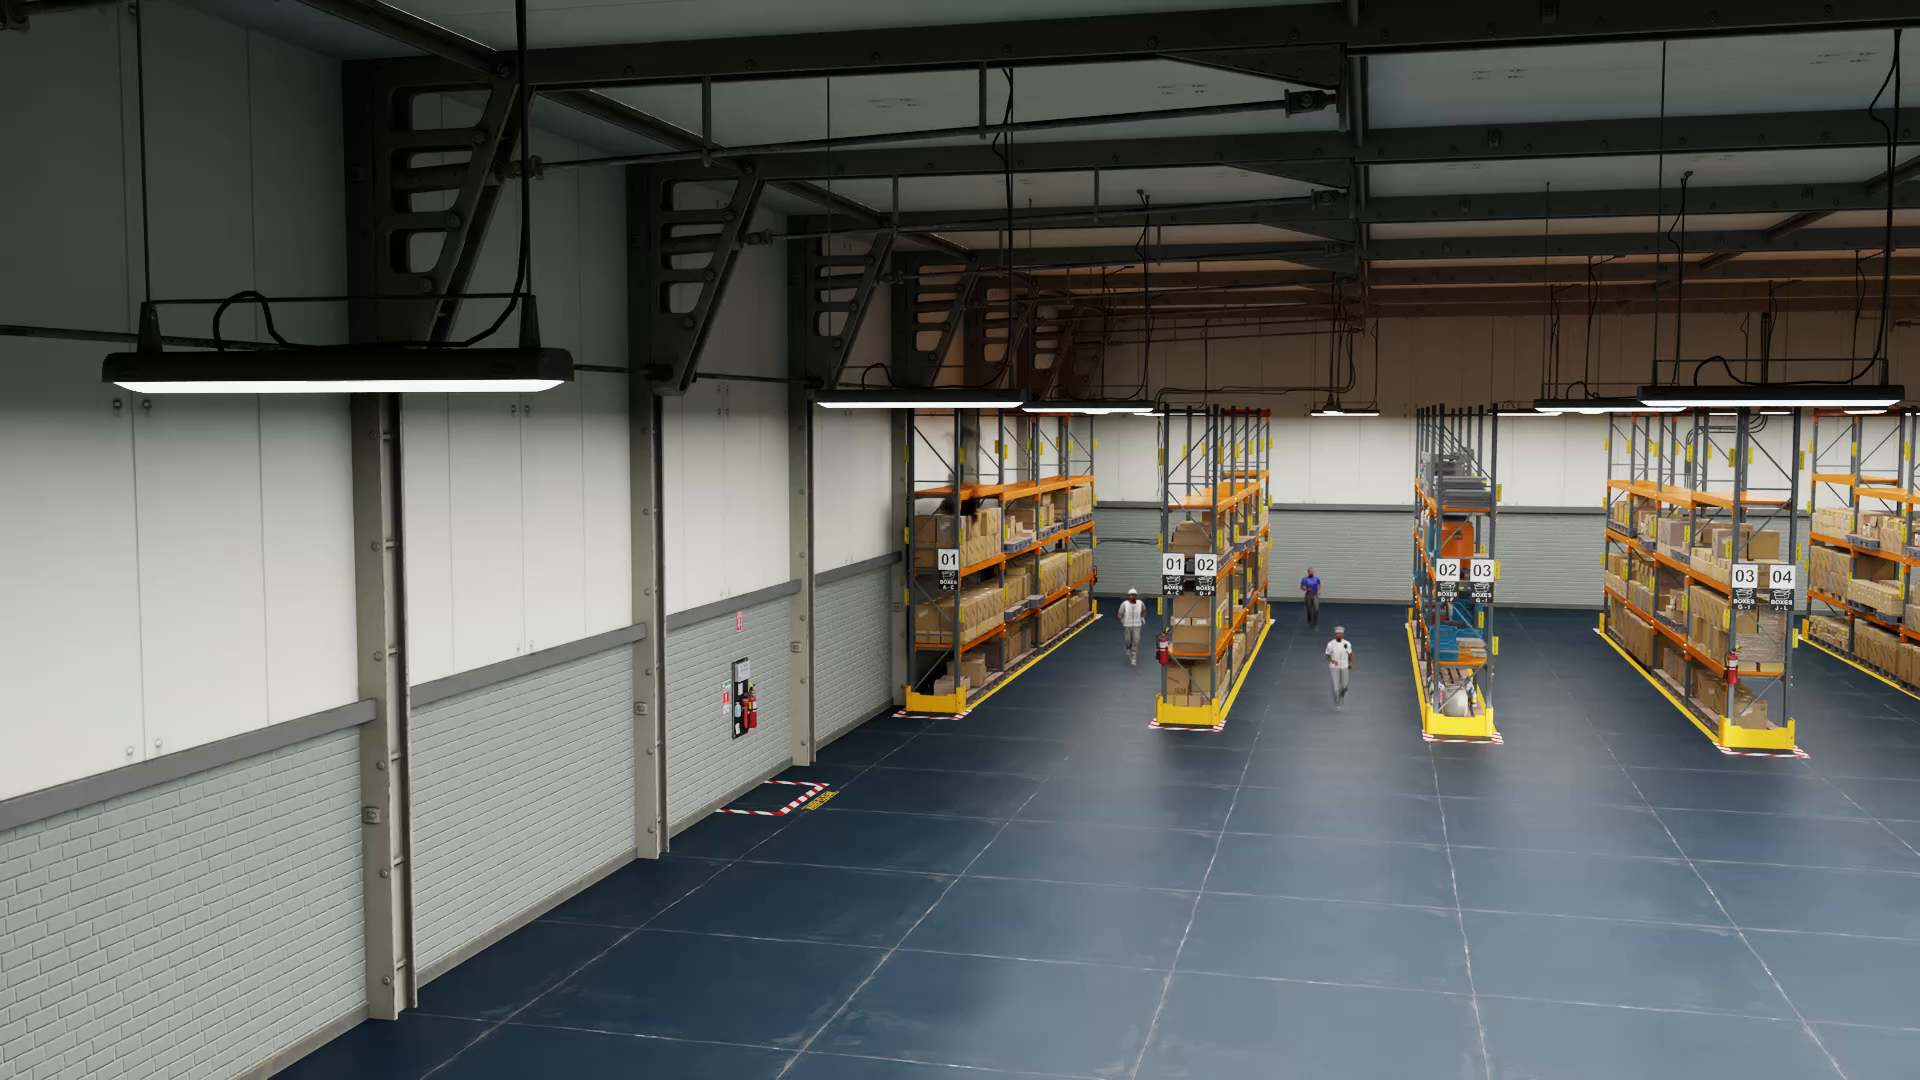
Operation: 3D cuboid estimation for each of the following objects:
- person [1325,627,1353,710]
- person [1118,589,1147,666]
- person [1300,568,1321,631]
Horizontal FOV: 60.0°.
[{"bbox_3d":[7.458,2.523,32.647,0.570,1.661,0.553,0,4,4],"label":"person"},{"bbox_3d":[4.034,2.022,38.836,0.683,1.765,0.849,0,4,1],"label":"person"},{"bbox_3d":[9.548,1.609,45.307,0.591,1.727,0.747,0,4,2],"label":"person"}]
